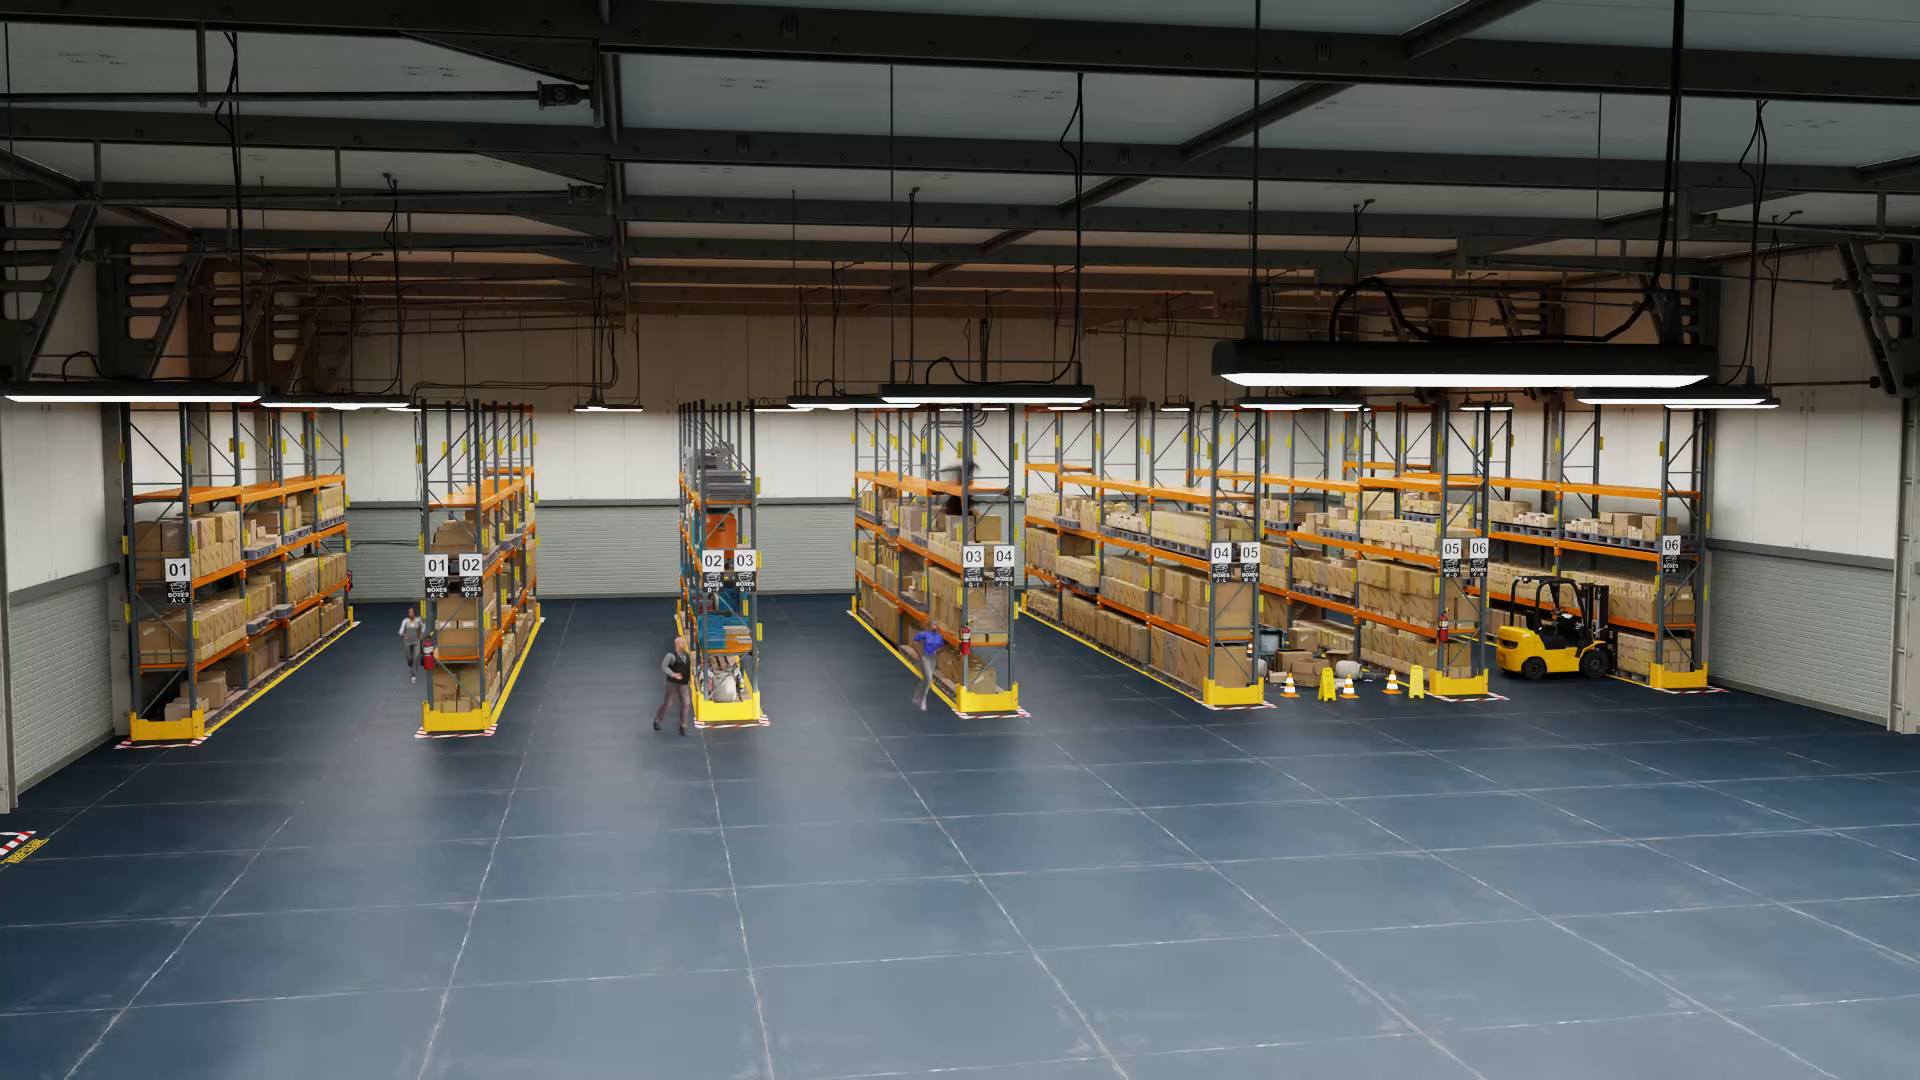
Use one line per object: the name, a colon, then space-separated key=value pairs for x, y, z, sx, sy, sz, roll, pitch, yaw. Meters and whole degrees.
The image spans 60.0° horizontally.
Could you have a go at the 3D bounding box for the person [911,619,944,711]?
person: x=-0.614 y=2.319 z=31.263 sx=0.590 sy=1.696 sz=0.667 roll=-4 pitch=6 yaw=-39

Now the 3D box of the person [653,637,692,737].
person: x=-5.062 y=2.601 z=29.889 sx=0.734 sy=1.700 sz=0.839 roll=-4 pitch=6 yaw=-43

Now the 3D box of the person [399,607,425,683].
person: x=-11.754 y=2.238 z=35.709 sx=0.539 sy=1.591 sz=0.795 roll=-1 pitch=5 yaw=-18

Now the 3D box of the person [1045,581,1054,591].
person: x=2.749 y=1.094 z=49.787 sx=0.885 sy=1.698 sz=0.615 roll=-1 pitch=4 yaw=-17
